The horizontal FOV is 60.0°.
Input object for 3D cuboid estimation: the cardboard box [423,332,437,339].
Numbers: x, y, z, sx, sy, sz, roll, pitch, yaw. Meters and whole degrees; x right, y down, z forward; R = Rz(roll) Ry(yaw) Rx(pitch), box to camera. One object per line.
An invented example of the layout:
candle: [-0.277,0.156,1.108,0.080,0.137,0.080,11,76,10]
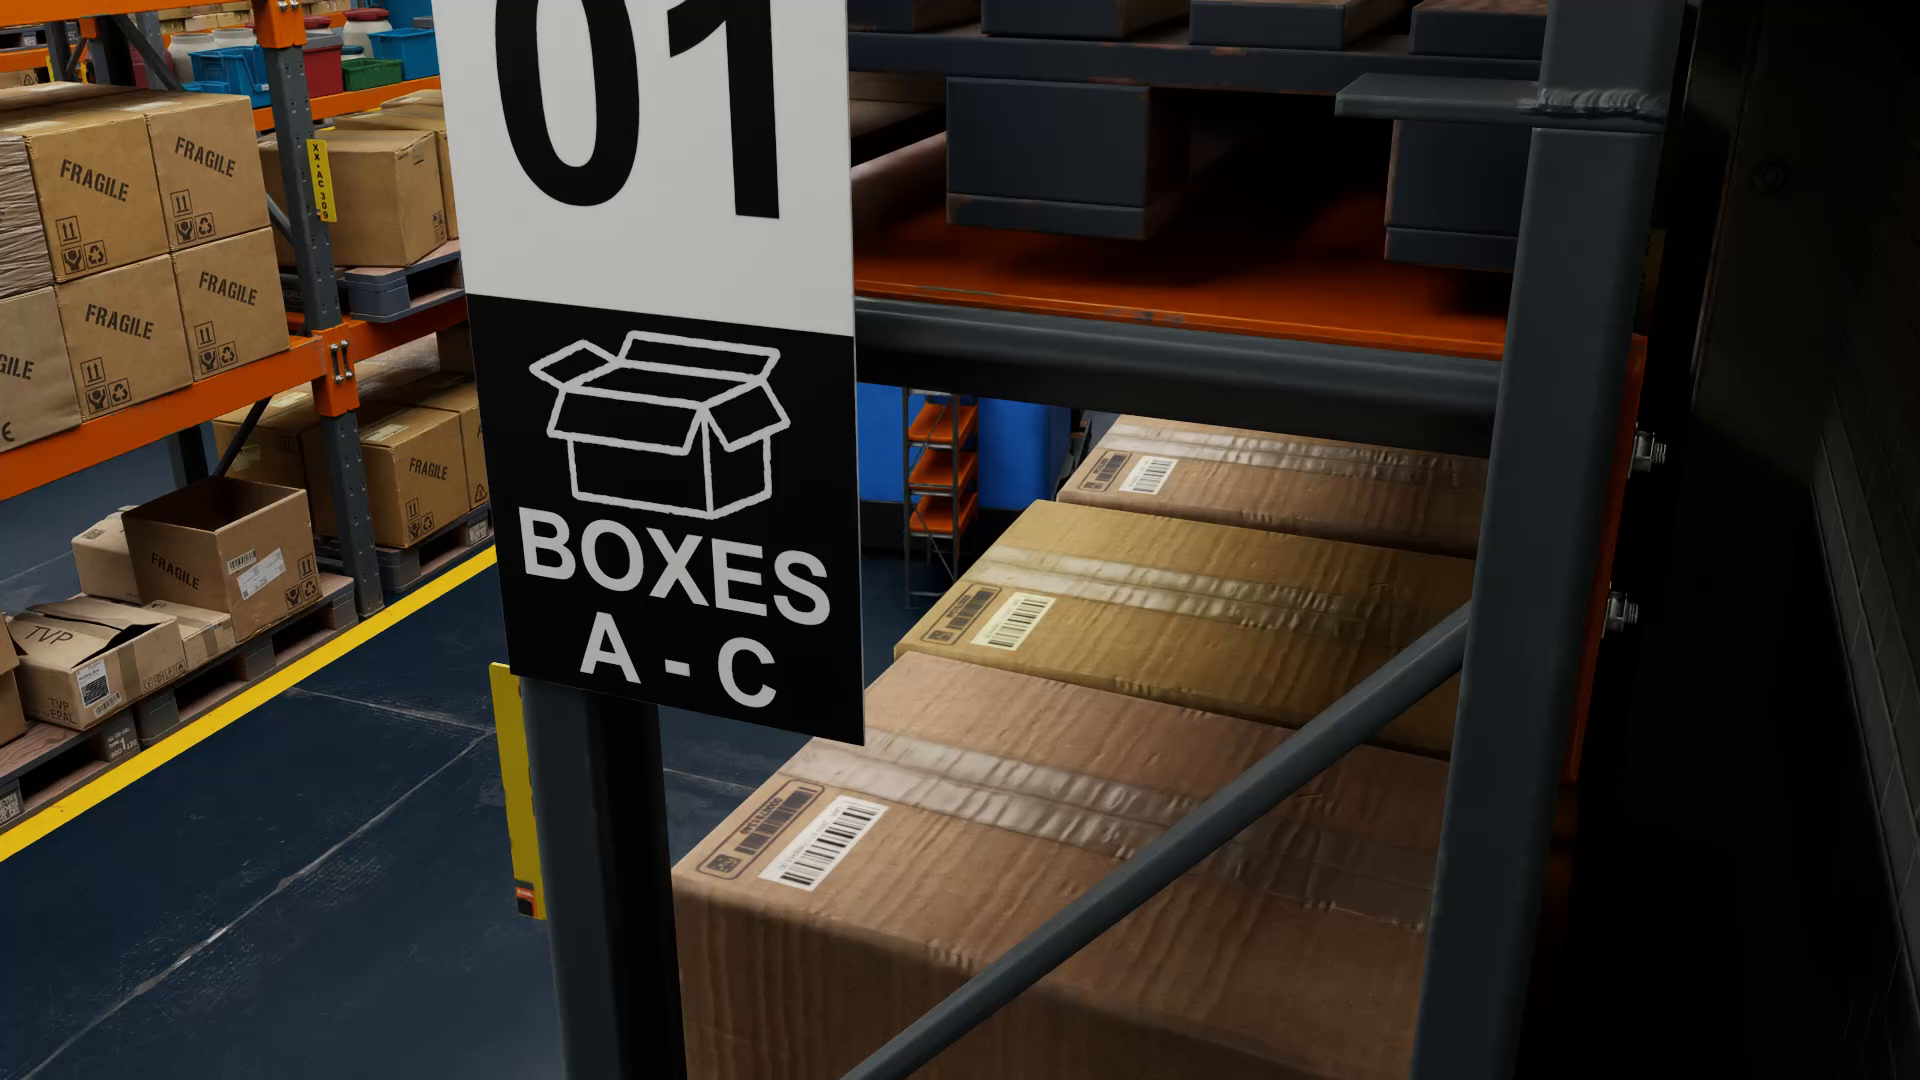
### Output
cardboard box: [-2.599,-0.927,9.250,0.500,0.500,0.500,8,24,18]

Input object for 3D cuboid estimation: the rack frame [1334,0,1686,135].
rack frame: [0.034,-1.751,0.768,1.000,3.000,0.127,9,24,20]

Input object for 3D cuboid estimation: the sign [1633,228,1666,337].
sign: [2.035,-0.772,4.980,0.100,0.325,0.005,9,24,20]

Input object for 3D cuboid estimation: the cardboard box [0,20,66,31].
cardboard box: [-9.731,-5.611,16.469,1.000,1.000,1.000,9,24,20]

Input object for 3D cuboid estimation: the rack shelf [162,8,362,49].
rack shelf: [-8.563,-5.789,19.150,1.077,0.370,4.000,9,24,20]

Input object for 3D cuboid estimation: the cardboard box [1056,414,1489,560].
cardboard box: [0.766,0.161,3.584,0.980,0.700,0.700,8,24,17]

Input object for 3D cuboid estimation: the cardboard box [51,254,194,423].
cardboard box: [-3.219,-0.768,6.068,0.500,0.500,0.500,9,24,22]

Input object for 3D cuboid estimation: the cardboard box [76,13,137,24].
cardboard box: [-9.081,-5.740,17.585,0.875,0.500,0.500,9,24,20]

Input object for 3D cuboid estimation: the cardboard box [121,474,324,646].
cardboard box: [-3.029,0.072,6.857,0.500,0.500,0.500,9,24,20]

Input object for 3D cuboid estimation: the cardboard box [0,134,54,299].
cardboard box: [-3.404,-1.048,5.440,0.500,0.500,0.500,9,24,20]

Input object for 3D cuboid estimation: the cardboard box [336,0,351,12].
cardboard box: [-7.734,-6.589,20.458,0.380,0.149,0.250,9,24,20]

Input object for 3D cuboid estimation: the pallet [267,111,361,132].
pallet: [-8.183,-5.237,20.513,1.003,0.211,1.213,9,24,20]

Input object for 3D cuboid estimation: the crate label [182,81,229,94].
crate label: [-5.688,-3.284,12.438,0.303,0.233,0.416,9,24,20]

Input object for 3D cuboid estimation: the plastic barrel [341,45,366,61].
plastic barrel: [-5.341,-4.180,14.545,0.301,0.262,0.301,0,23,0]

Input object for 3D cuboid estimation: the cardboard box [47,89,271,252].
cardboard box: [-3.028,-1.412,6.311,0.500,0.500,0.500,9,24,20]

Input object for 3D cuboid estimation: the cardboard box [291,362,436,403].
cardboard box: [-2.972,-0.565,8.384,0.500,0.500,0.500,9,24,20]

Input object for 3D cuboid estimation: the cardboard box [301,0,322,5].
cardboard box: [-8.124,-6.631,19.717,0.875,0.500,0.500,9,24,20]

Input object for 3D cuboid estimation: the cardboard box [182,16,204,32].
cardboard box: [-8.559,-5.678,18.278,0.380,0.149,0.250,9,24,20]

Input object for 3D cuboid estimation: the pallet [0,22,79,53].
pallet: [-9.725,-5.064,16.730,1.003,0.211,1.213,9,24,20]

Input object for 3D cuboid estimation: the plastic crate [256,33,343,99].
plastic crate: [-5.308,-3.828,13.440,0.402,0.464,0.583,9,24,20]

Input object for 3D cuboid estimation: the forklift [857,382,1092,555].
forklift: [0.150,-1.805,8.767,1.130,2.935,3.031,4,23,9]

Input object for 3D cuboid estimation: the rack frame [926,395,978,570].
rack frame: [-0.038,-0.419,7.696,0.240,1.200,0.015,4,23,10]

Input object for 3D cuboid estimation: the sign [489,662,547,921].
sign: [-0.465,0.291,1.853,0.100,0.325,0.005,9,24,20]

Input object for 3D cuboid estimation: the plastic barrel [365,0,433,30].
plastic barrel: [-5.132,-4.832,15.276,0.600,0.901,0.708,9,24,20]

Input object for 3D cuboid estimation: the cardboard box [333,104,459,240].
cardboard box: [-2.501,-1.755,7.885,0.700,0.500,0.500,13,26,28]

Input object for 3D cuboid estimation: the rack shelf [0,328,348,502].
rack shelf: [-3.824,-0.075,5.471,1.077,0.370,4.000,9,24,20]

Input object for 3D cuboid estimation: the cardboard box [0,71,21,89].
cardboard box: [-12.903,-6.229,21.482,0.875,0.875,0.875,8,24,19]

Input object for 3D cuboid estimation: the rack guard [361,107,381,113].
rack guard: [-7.848,-5.656,21.141,1.175,0.500,0.348,9,24,20]

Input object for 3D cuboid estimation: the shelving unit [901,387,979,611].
shelving unit: [-0.082,-0.327,7.475,0.258,1.200,0.503,4,23,10]

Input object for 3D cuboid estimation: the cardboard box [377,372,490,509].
cardboard box: [-2.487,-0.503,8.234,0.500,0.500,0.500,9,24,21]

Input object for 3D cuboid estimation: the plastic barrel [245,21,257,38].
plastic barrel: [-5.699,-4.030,13.830,0.433,0.535,0.433,0,23,0]

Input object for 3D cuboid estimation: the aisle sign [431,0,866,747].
aisle sign: [-0.271,-0.200,1.464,0.394,0.787,0.004,9,24,20]

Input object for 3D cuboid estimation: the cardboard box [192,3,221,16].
cardboard box: [-8.770,-6.108,18.465,0.875,0.500,0.500,9,24,20]

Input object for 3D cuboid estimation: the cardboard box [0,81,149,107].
cardboard box: [-3.517,-1.502,6.526,0.500,0.500,0.500,9,24,21]

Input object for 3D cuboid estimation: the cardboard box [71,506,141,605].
cardboard box: [-3.438,0.034,7.193,0.500,0.311,0.500,9,24,20]

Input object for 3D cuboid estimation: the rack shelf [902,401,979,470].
rack shelf: [-0.082,-0.471,7.415,0.258,0.148,0.480,4,23,10]

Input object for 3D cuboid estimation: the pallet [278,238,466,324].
pallet: [-2.683,-1.304,7.730,1.003,0.211,1.213,9,24,20]

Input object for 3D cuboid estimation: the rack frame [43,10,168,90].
rack frame: [-6.193,-3.264,12.173,1.000,3.000,0.127,9,24,20]

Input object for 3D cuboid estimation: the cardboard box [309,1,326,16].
cardboard box: [-7.872,-6.403,20.012,0.380,0.149,0.250,9,24,20]

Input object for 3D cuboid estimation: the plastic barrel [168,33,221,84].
plastic barrel: [-6.009,-3.715,13.106,0.421,0.512,0.421,0,23,0]

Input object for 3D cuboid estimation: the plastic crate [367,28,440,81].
plastic crate: [-4.828,-4.249,14.552,0.392,0.384,0.575,9,24,20]

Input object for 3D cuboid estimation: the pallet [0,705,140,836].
pallet: [-3.789,0.848,5.946,1.003,0.211,1.213,9,24,20]

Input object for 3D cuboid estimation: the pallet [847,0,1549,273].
pallet: [0.300,-0.593,2.002,1.003,0.211,1.213,9,24,20]

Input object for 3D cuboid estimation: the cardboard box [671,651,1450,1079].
cardboard box: [0.214,0.695,2.306,0.980,0.700,0.700,10,25,22]

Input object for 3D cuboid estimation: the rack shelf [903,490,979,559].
rack shelf: [-0.082,-0.081,7.578,0.258,0.148,0.480,4,23,10]

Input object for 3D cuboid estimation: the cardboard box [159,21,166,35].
cardboard box: [-8.774,-5.504,17.861,0.380,0.149,0.250,9,24,20]

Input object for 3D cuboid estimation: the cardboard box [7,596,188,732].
cardboard box: [-3.308,0.428,6.251,0.500,0.311,0.500,9,24,20]

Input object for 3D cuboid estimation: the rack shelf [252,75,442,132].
rack shelf: [-5.450,-3.648,14.025,1.077,0.370,4.000,9,24,20]

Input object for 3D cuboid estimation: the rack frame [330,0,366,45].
rack frame: [-7.820,-6.836,20.725,1.000,3.000,0.127,9,24,20]

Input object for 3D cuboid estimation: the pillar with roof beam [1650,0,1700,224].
pillar with roof beam: [2.523,-7.719,15.054,9.100,9.000,0.400,9,24,20]

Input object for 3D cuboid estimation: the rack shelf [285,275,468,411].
rack shelf: [-2.338,-1.506,8.897,1.077,0.370,4.000,9,24,20]

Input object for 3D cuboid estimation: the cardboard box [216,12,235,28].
cardboard box: [-8.402,-5.862,18.717,0.380,0.149,0.250,9,24,20]

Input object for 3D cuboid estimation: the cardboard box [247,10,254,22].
cardboard box: [-8.194,-6.037,19.137,0.380,0.149,0.250,9,24,20]

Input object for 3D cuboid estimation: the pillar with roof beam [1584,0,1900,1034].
pillar with roof beam: [-1.934,-3.425,4.774,9.100,9.000,0.400,9,24,20]
